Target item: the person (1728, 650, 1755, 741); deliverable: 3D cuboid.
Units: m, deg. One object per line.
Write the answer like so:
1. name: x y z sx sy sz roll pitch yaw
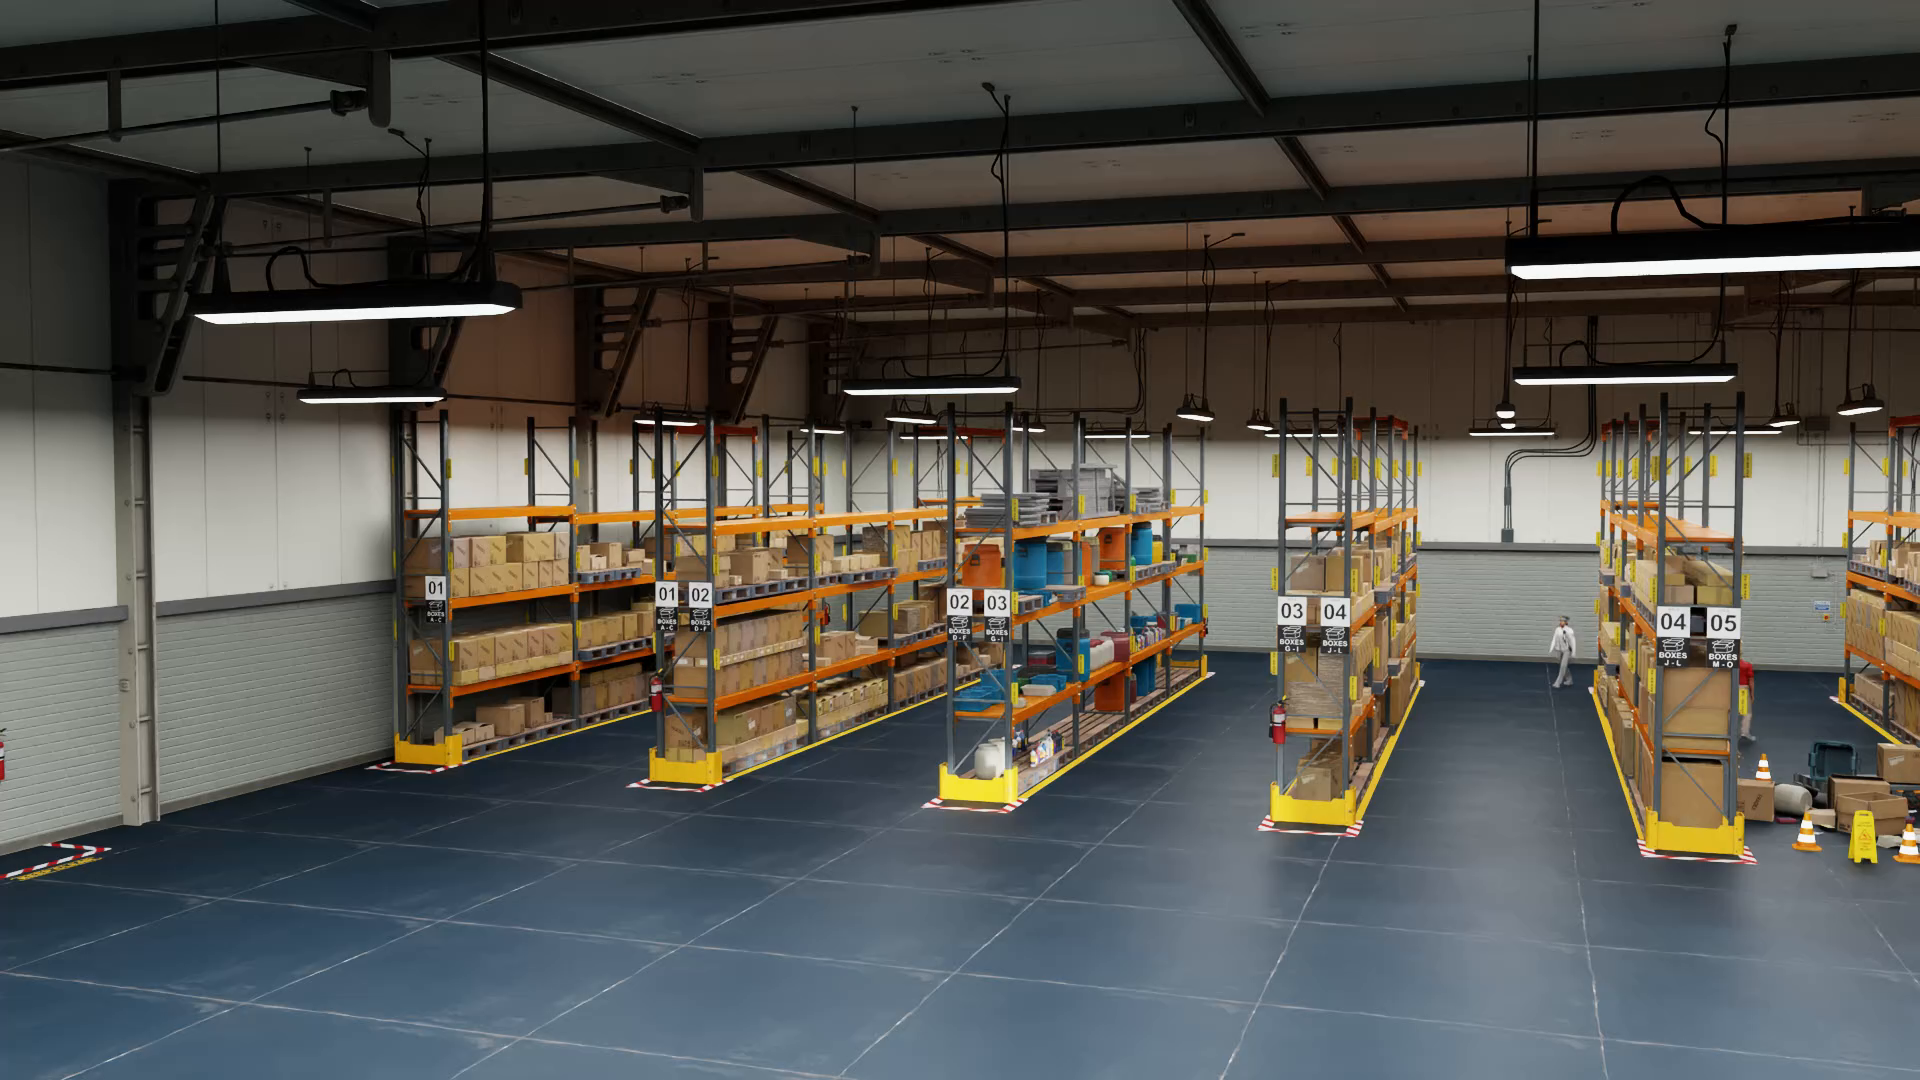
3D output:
1. person: 14.266 2.838 30.487 0.577 1.723 0.533 1 3 17

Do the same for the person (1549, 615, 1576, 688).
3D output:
1. person: 13.779 2.529 38.067 0.957 1.632 0.537 -2 3 -39

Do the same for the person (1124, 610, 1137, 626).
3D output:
1. person: 3.966 2.468 38.657 1.090 1.716 0.594 -2 3 -42
